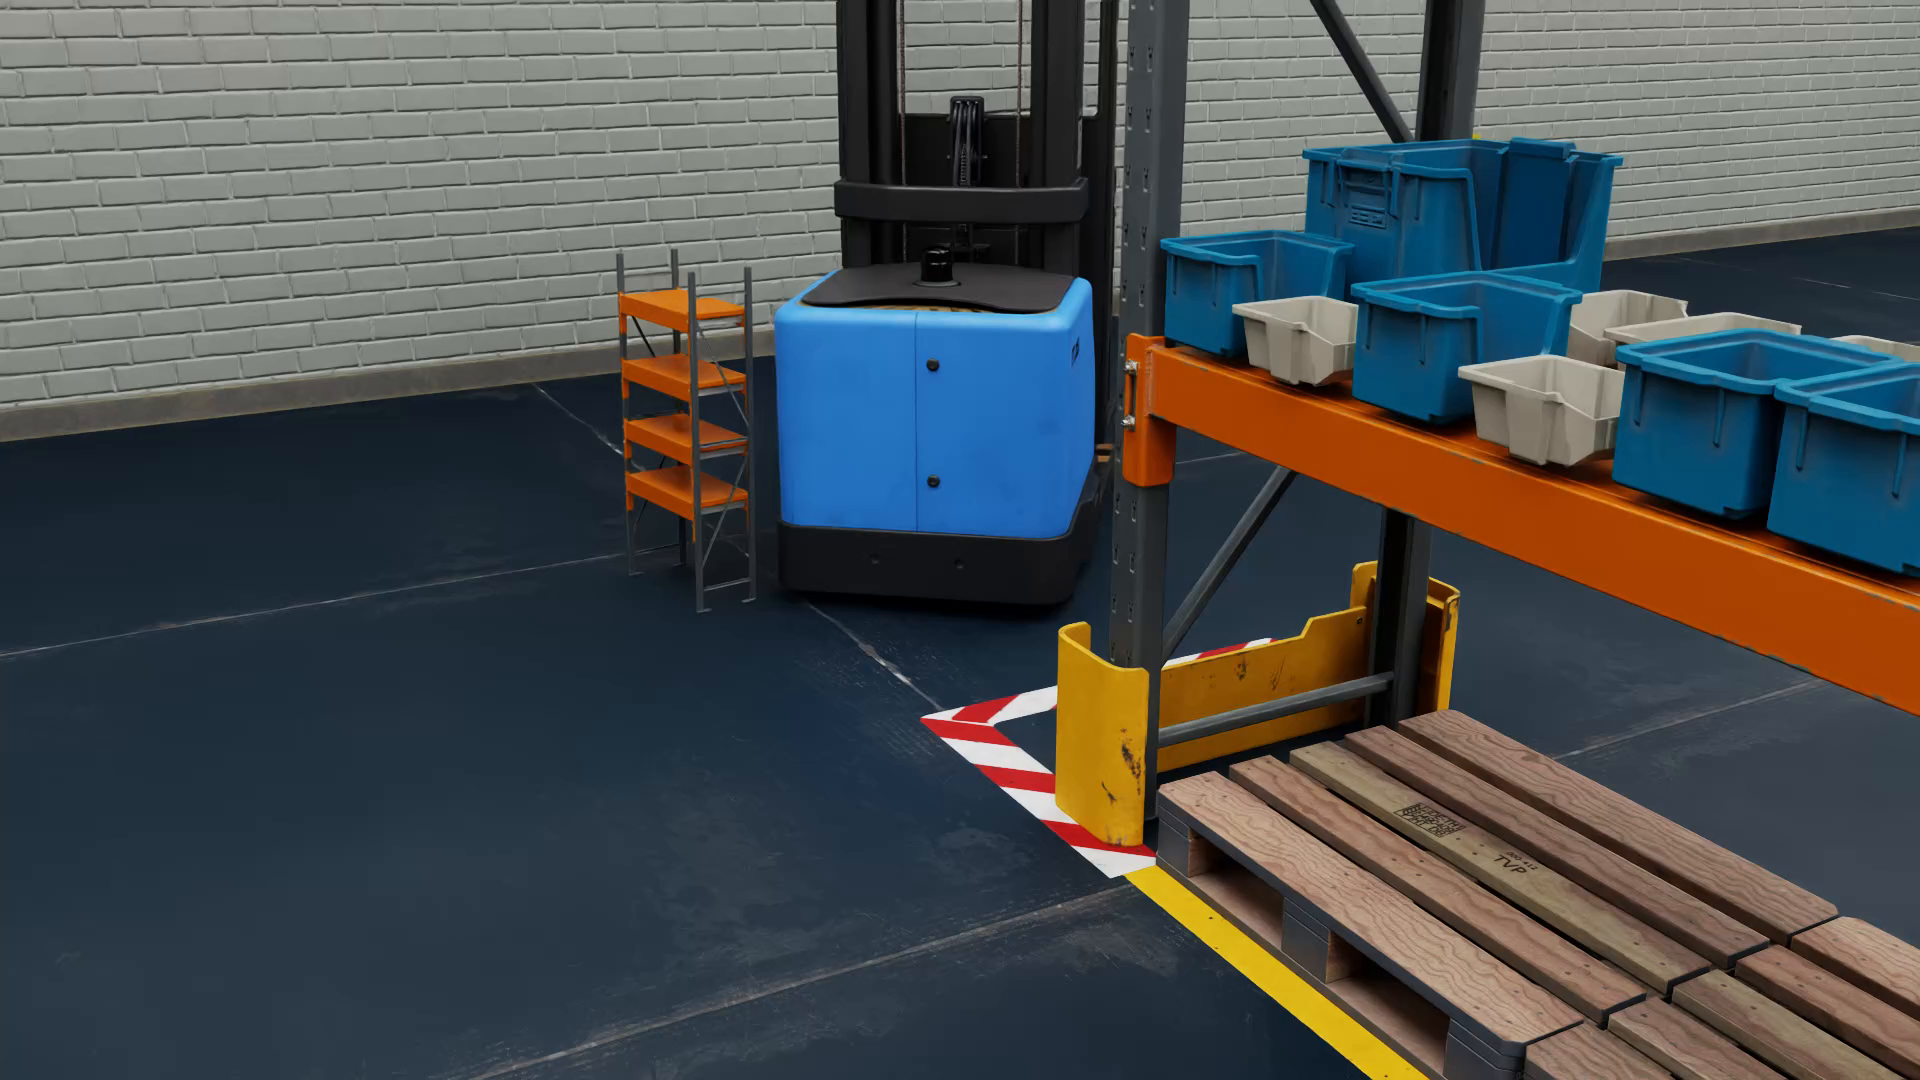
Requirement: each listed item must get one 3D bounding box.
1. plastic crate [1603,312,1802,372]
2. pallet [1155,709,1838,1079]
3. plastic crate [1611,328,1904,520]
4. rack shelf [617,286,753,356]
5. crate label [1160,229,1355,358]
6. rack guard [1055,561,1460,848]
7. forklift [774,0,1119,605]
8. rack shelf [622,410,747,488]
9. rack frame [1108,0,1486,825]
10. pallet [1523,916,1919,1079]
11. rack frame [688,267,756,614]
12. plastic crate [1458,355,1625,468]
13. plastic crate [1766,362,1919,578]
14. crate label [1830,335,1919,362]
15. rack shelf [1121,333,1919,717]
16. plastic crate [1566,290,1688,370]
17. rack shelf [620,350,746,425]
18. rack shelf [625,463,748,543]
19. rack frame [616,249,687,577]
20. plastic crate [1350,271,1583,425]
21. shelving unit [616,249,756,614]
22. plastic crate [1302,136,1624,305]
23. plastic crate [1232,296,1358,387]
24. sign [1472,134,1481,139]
[{"bbox_3d":[1.527,-0.358,3.384,0.396,0.136,0.243,-10,21,-27],"label":"plastic crate"},{"bbox_3d":[1.213,0.815,3.947,1.003,0.211,1.213,-10,21,-27],"label":"pallet"},{"bbox_3d":[1.308,-0.196,2.764,0.416,0.233,0.300,-10,21,-27],"label":"plastic crate"},{"bbox_3d":[-0.963,-0.769,5.804,0.258,0.148,0.480,-13,23,-38],"label":"rack shelf"},{"bbox_3d":[0.683,-0.574,3.860,0.416,0.233,0.303,-10,21,-27],"label":"crate label"},{"bbox_3d":[0.833,0.431,4.617,1.175,0.500,0.348,-10,21,-27],"label":"rack guard"},{"bbox_3d":[0.106,-1.601,6.779,1.130,2.935,3.031,3,19,9],"label":"forklift"},{"bbox_3d":[-0.974,-0.331,5.946,0.258,0.148,0.480,-13,23,-38],"label":"rack shelf"},{"bbox_3d":[0.856,-0.746,4.195,1.000,3.000,0.127,-10,21,-27],"label":"rack frame"},{"bbox_3d":[1.789,1.165,2.933,1.003,0.211,1.213,-10,21,-27],"label":"pallet"},{"bbox_3d":[-0.818,-0.334,5.747,0.240,1.200,0.015,-13,23,-38],"label":"rack frame"},{"bbox_3d":[1.085,-0.228,3.007,0.250,0.136,0.298,-10,21,-27],"label":"plastic crate"},{"bbox_3d":[1.451,-0.109,2.515,0.416,0.233,0.300,-10,21,-27],"label":"plastic crate"},{"bbox_3d":[1.681,-0.282,3.163,0.396,0.136,0.243,-10,21,-27],"label":"crate label"},{"bbox_3d":[1.805,0.168,2.649,1.077,0.370,4.000,-10,21,-27],"label":"rack shelf"},{"bbox_3d":[1.402,-0.444,3.631,0.396,0.136,0.243,-10,21,-27],"label":"plastic crate"},{"bbox_3d":[-0.969,-0.544,5.877,0.258,0.148,0.480,-13,23,-38],"label":"rack shelf"},{"bbox_3d":[-0.979,-0.143,6.007,0.258,0.148,0.480,-13,23,-38],"label":"rack shelf"},{"bbox_3d":[-1.128,-0.457,6.103,0.240,1.200,0.015,-13,23,-38],"label":"rack frame"},{"bbox_3d":[0.996,-0.385,3.312,0.416,0.233,0.300,-10,21,-27],"label":"plastic crate"},{"bbox_3d":[-0.973,-0.395,5.925,0.258,1.200,0.503,-13,23,-38],"label":"shelving unit"},{"bbox_3d":[1.179,-0.724,3.985,0.616,0.435,0.499,-10,21,-27],"label":"plastic crate"},{"bbox_3d":[0.763,-0.423,3.571,0.250,0.136,0.298,-10,21,-27],"label":"plastic crate"},{"bbox_3d":[1.332,-0.913,4.429,0.100,0.325,0.005,-10,21,-27],"label":"sign"}]
